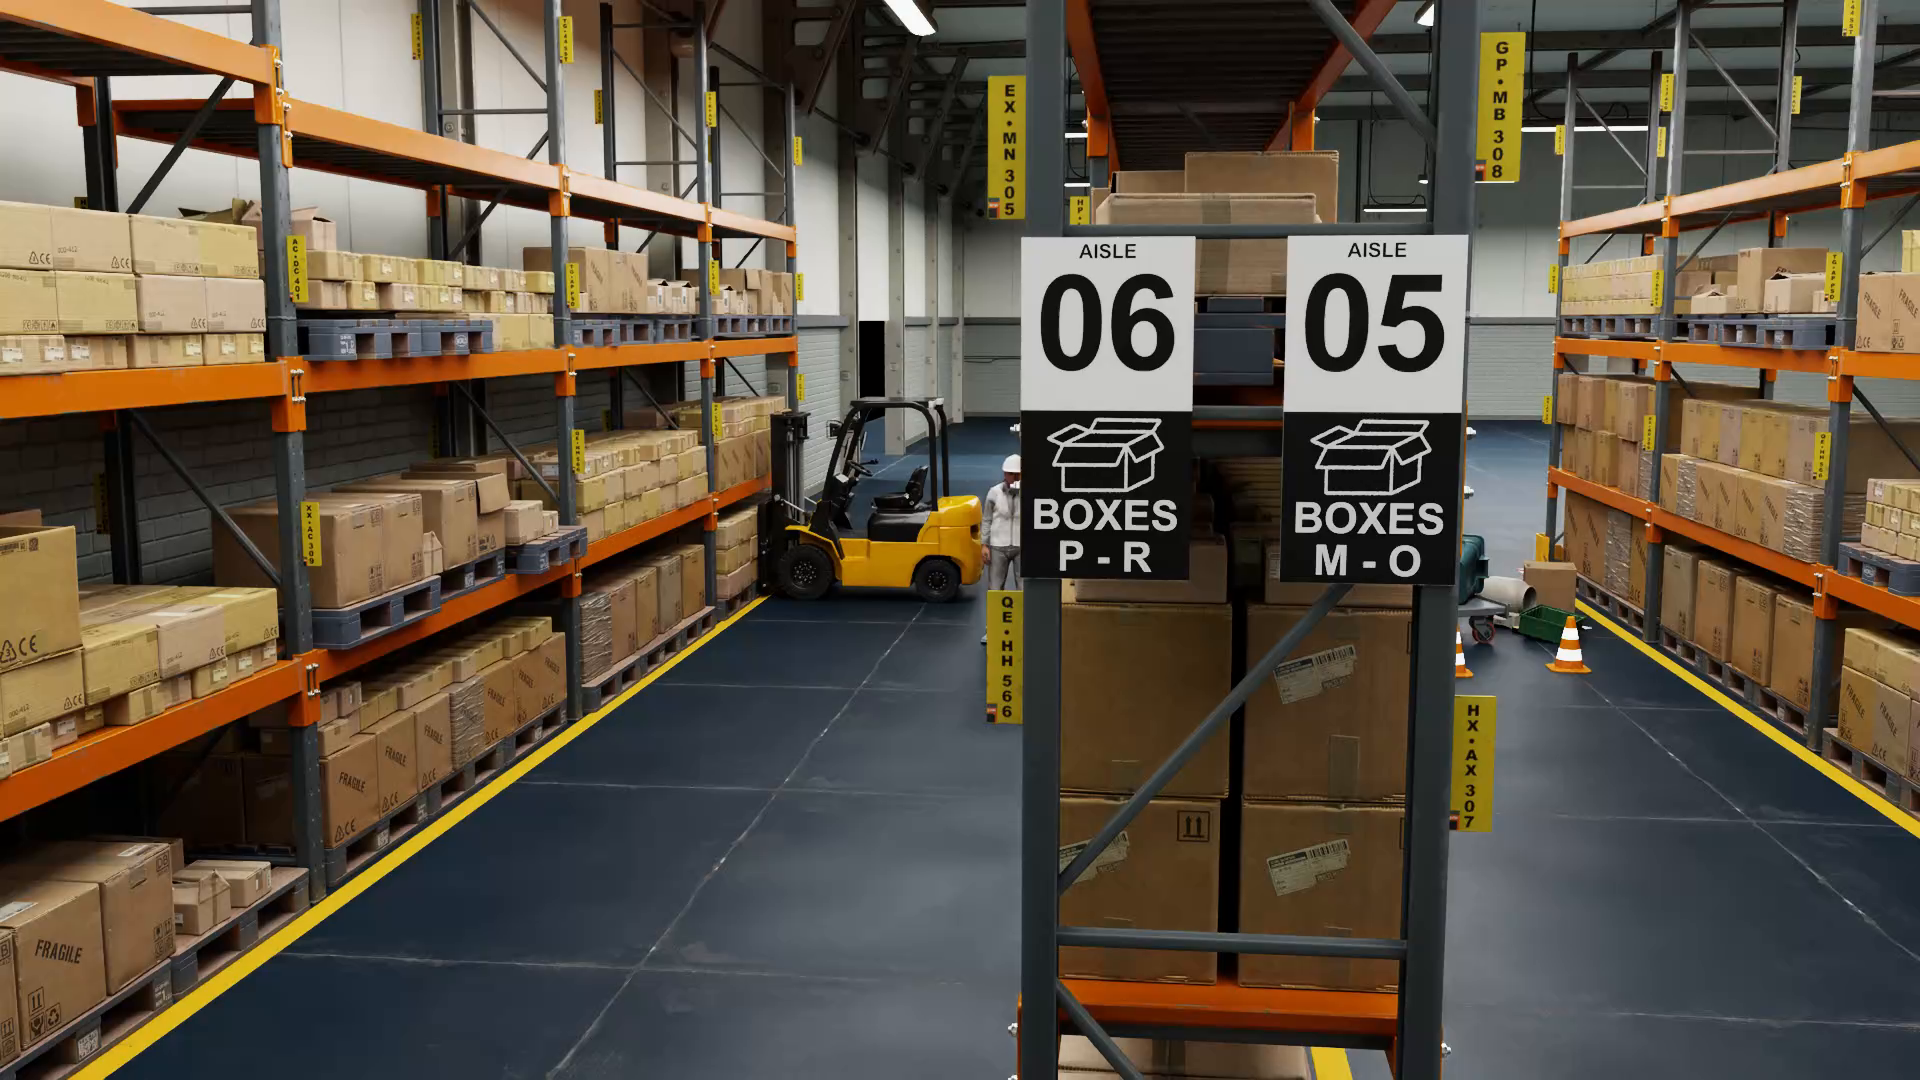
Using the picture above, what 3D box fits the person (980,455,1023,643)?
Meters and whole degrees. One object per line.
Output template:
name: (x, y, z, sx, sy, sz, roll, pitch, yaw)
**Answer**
person: (0.488, 0.082, 15.578, 0.588, 1.769, 0.464, 1, 8, 4)
